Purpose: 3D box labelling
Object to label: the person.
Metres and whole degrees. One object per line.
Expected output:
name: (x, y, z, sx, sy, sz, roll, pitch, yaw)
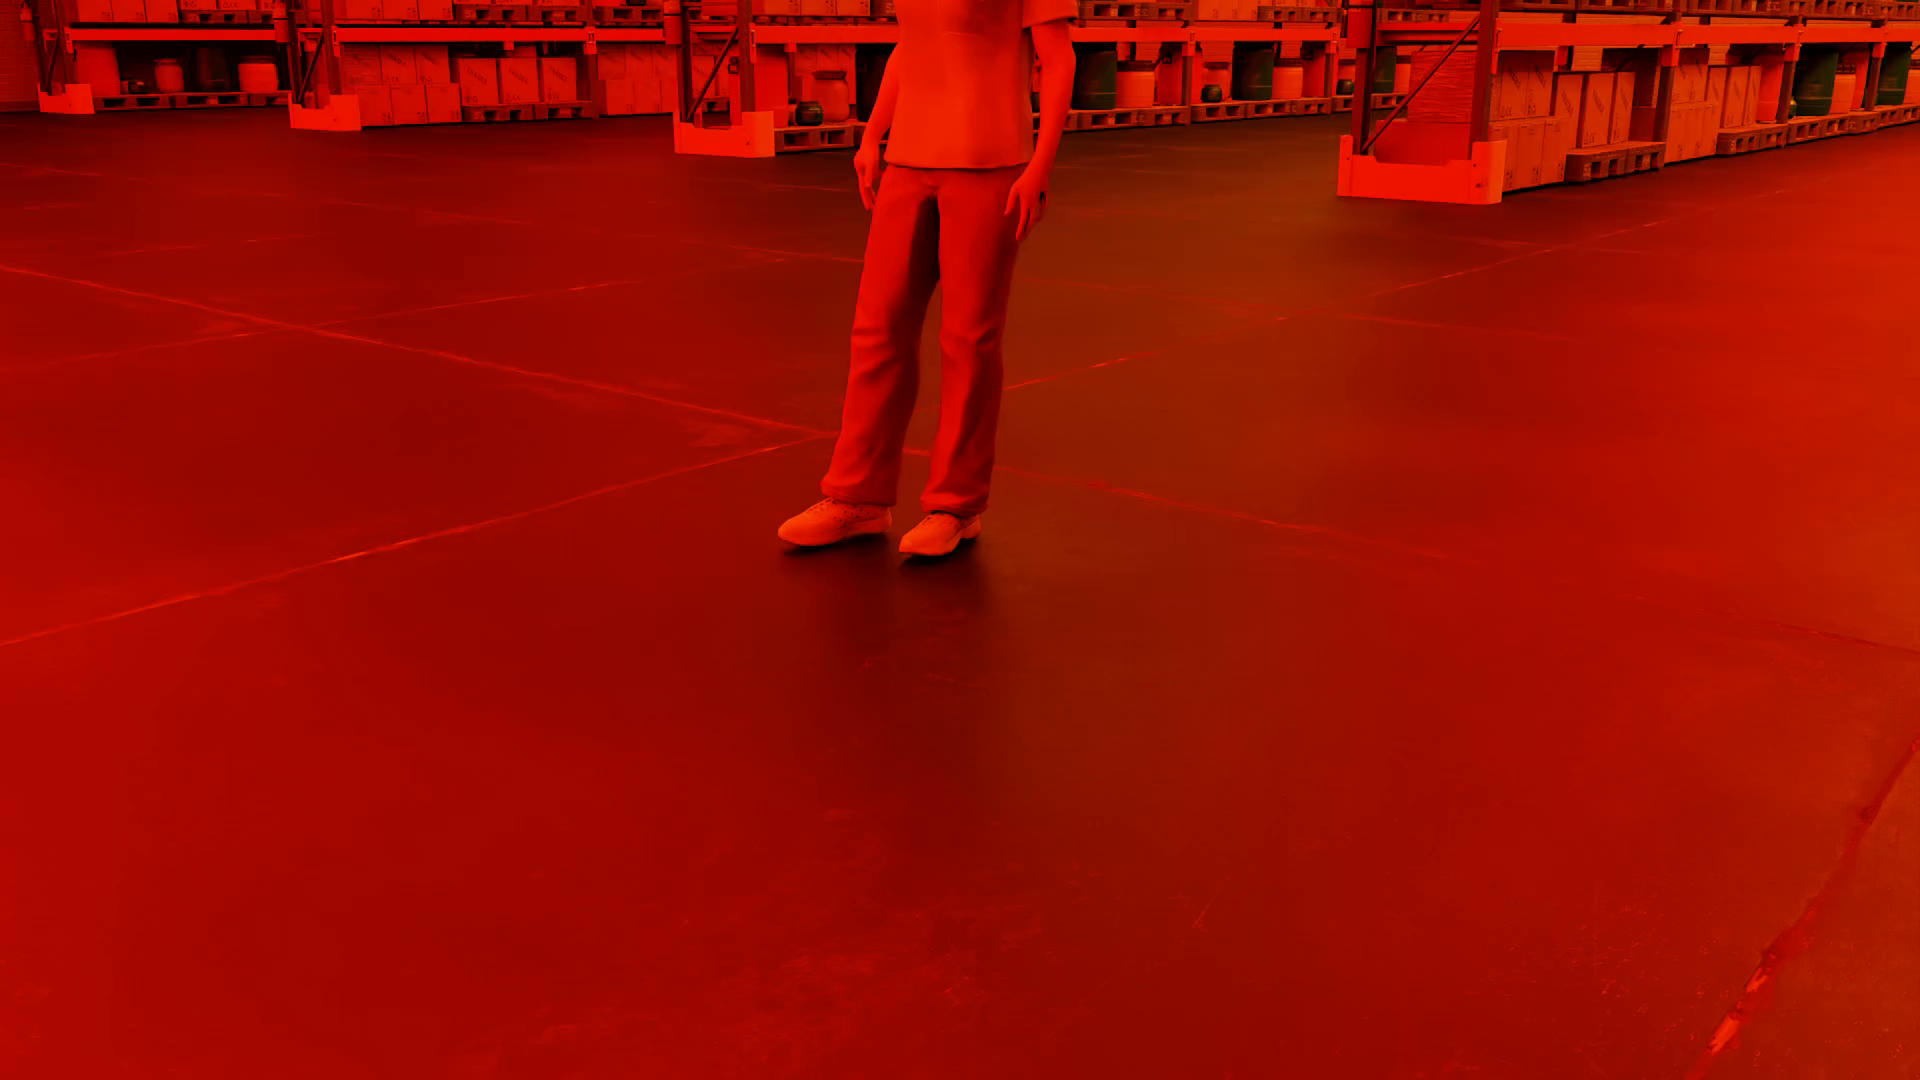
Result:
person: (-0.056, -0.794, 3.649, 0.553, 1.675, 0.549, 13, 21, 37)
